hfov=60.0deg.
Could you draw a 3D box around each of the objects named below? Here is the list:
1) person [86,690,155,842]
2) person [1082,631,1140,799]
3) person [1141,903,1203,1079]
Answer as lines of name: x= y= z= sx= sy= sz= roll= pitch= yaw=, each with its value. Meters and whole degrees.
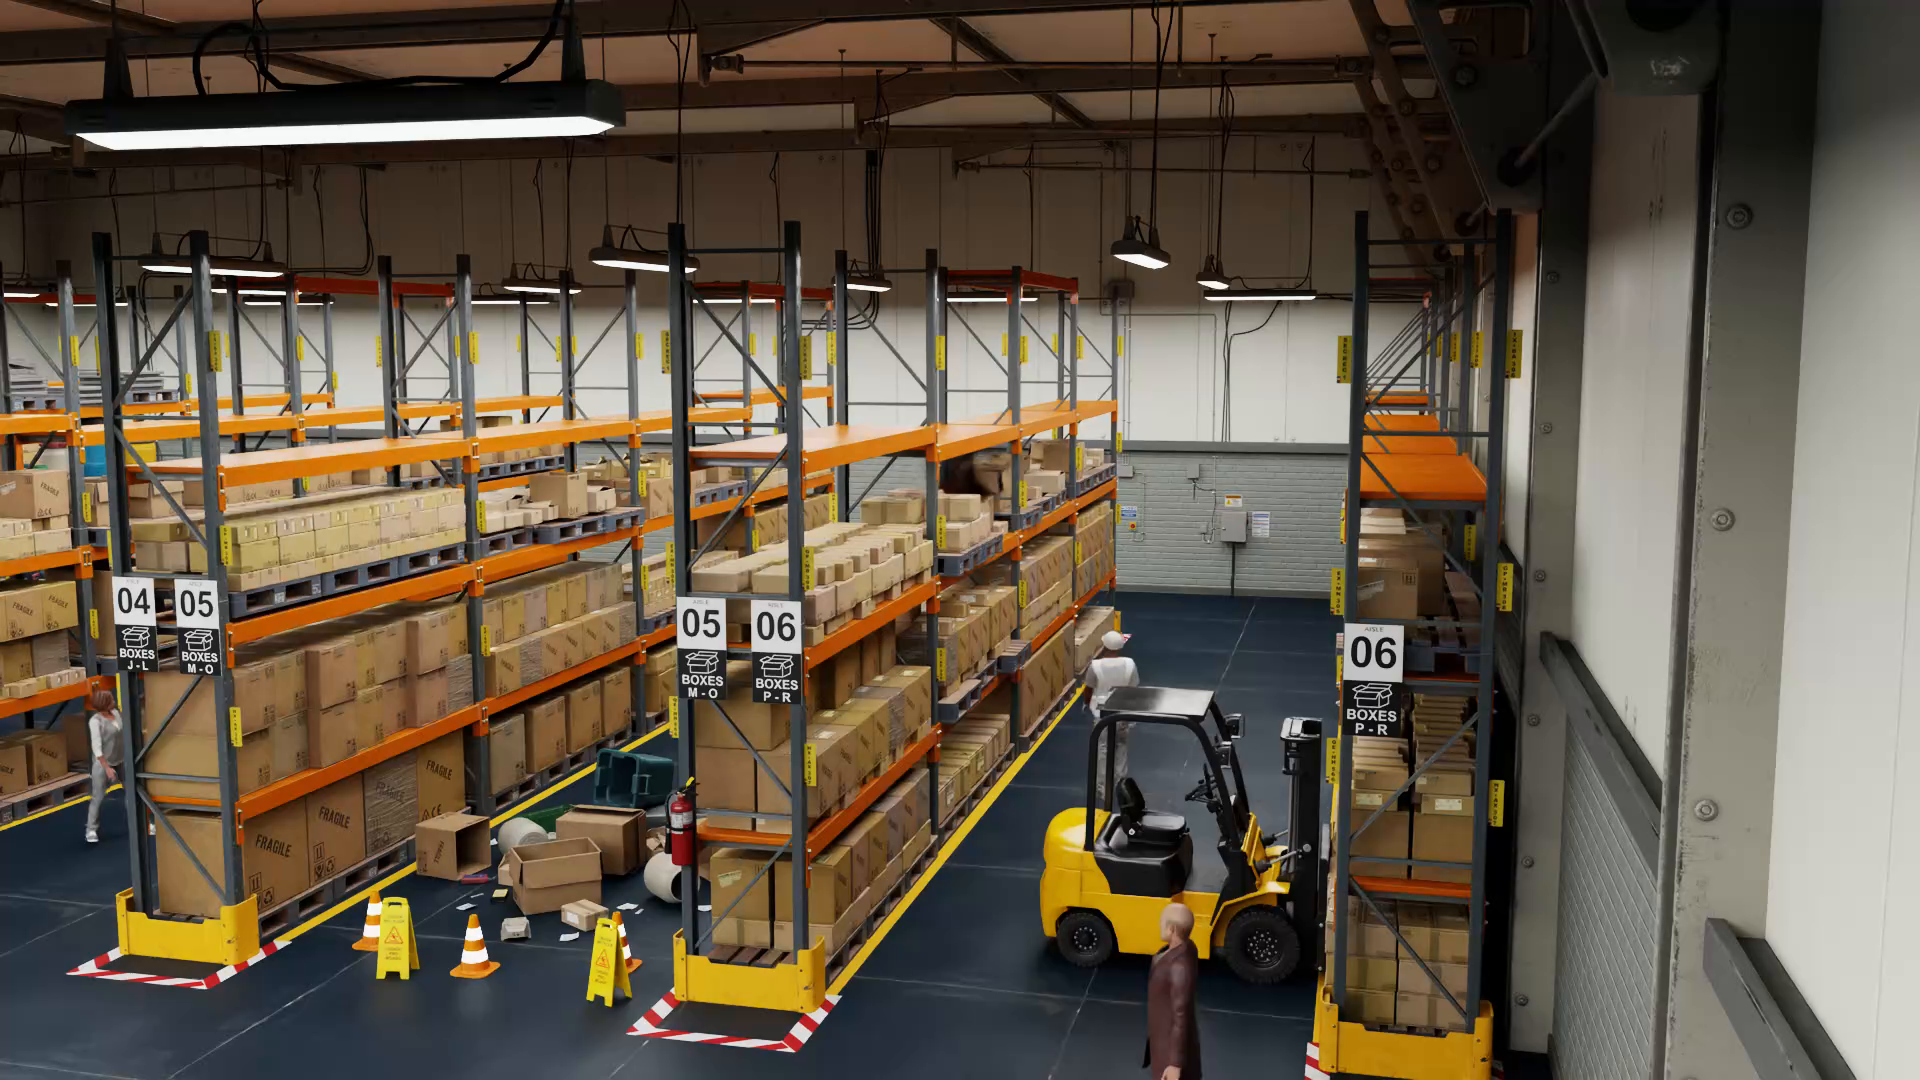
person: x=-8.722 y=2.309 z=17.161 sx=0.565 sy=1.598 sz=0.590 roll=3 pitch=8 yaw=23
person: x=1.597 y=1.875 z=17.636 sx=0.610 sy=1.873 sz=0.583 roll=1 pitch=7 yaw=7
person: x=1.303 y=3.079 z=10.018 sx=0.400 sy=1.824 sz=0.676 roll=0 pitch=7 yaw=3
